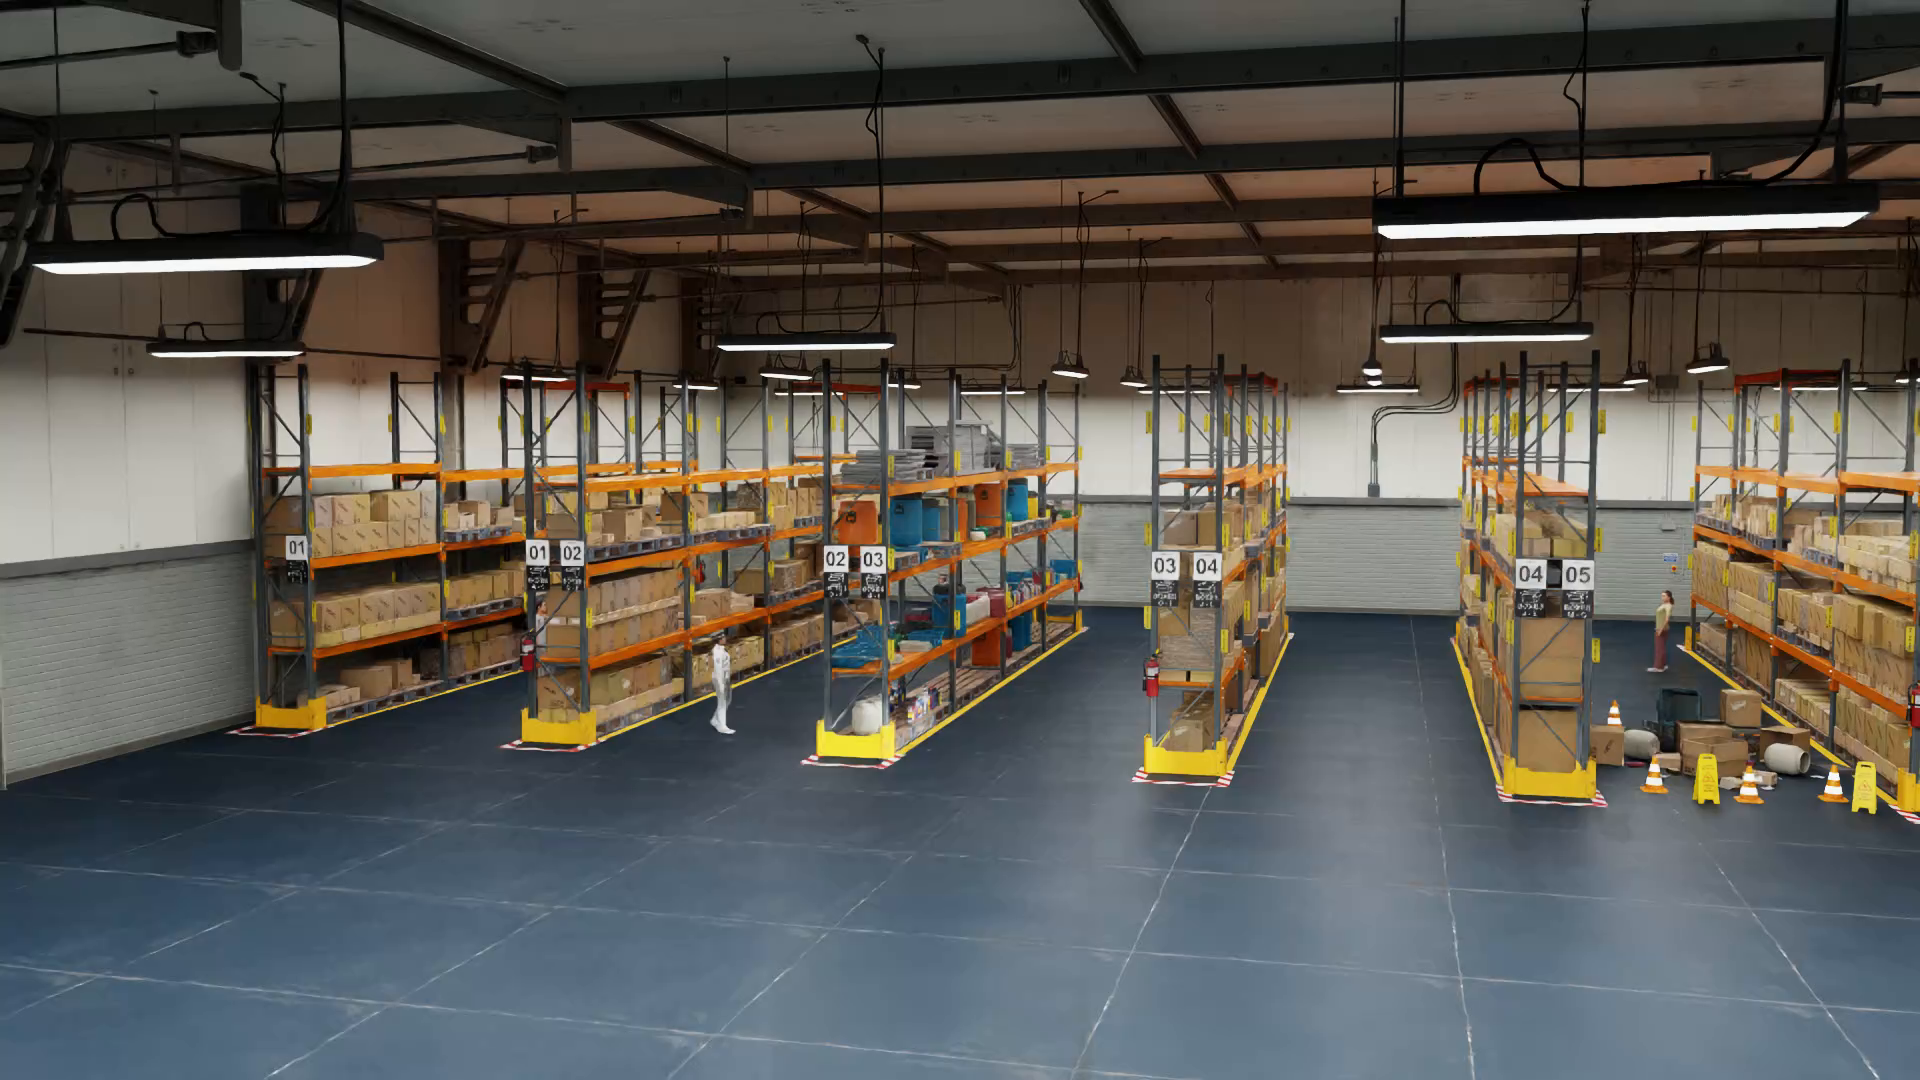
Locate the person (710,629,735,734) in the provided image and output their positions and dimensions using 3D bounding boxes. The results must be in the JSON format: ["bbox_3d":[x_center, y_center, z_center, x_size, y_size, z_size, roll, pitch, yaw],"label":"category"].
[{"bbox_3d":[-3.894,2.298,27.163,0.481,1.701,0.541,0,4,4],"label":"person"}]

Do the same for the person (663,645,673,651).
[{"bbox_3d":[-6.110,1.774,34.379,0.541,1.776,0.706,-1,4,-9],"label":"person"}]

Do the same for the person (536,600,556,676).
[{"bbox_3d":[-7.984,1.985,31.901,0.452,1.649,0.504,3,5,37],"label":"person"}]

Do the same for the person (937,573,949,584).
[{"bbox_3d":[-0.405,1.569,37.525,0.381,1.686,0.496,-1,4,-18],"label":"person"}]

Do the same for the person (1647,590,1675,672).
[{"bbox_3d":[14.189,1.863,33.642,0.472,1.708,0.505,3,5,33],"label":"person"}]
